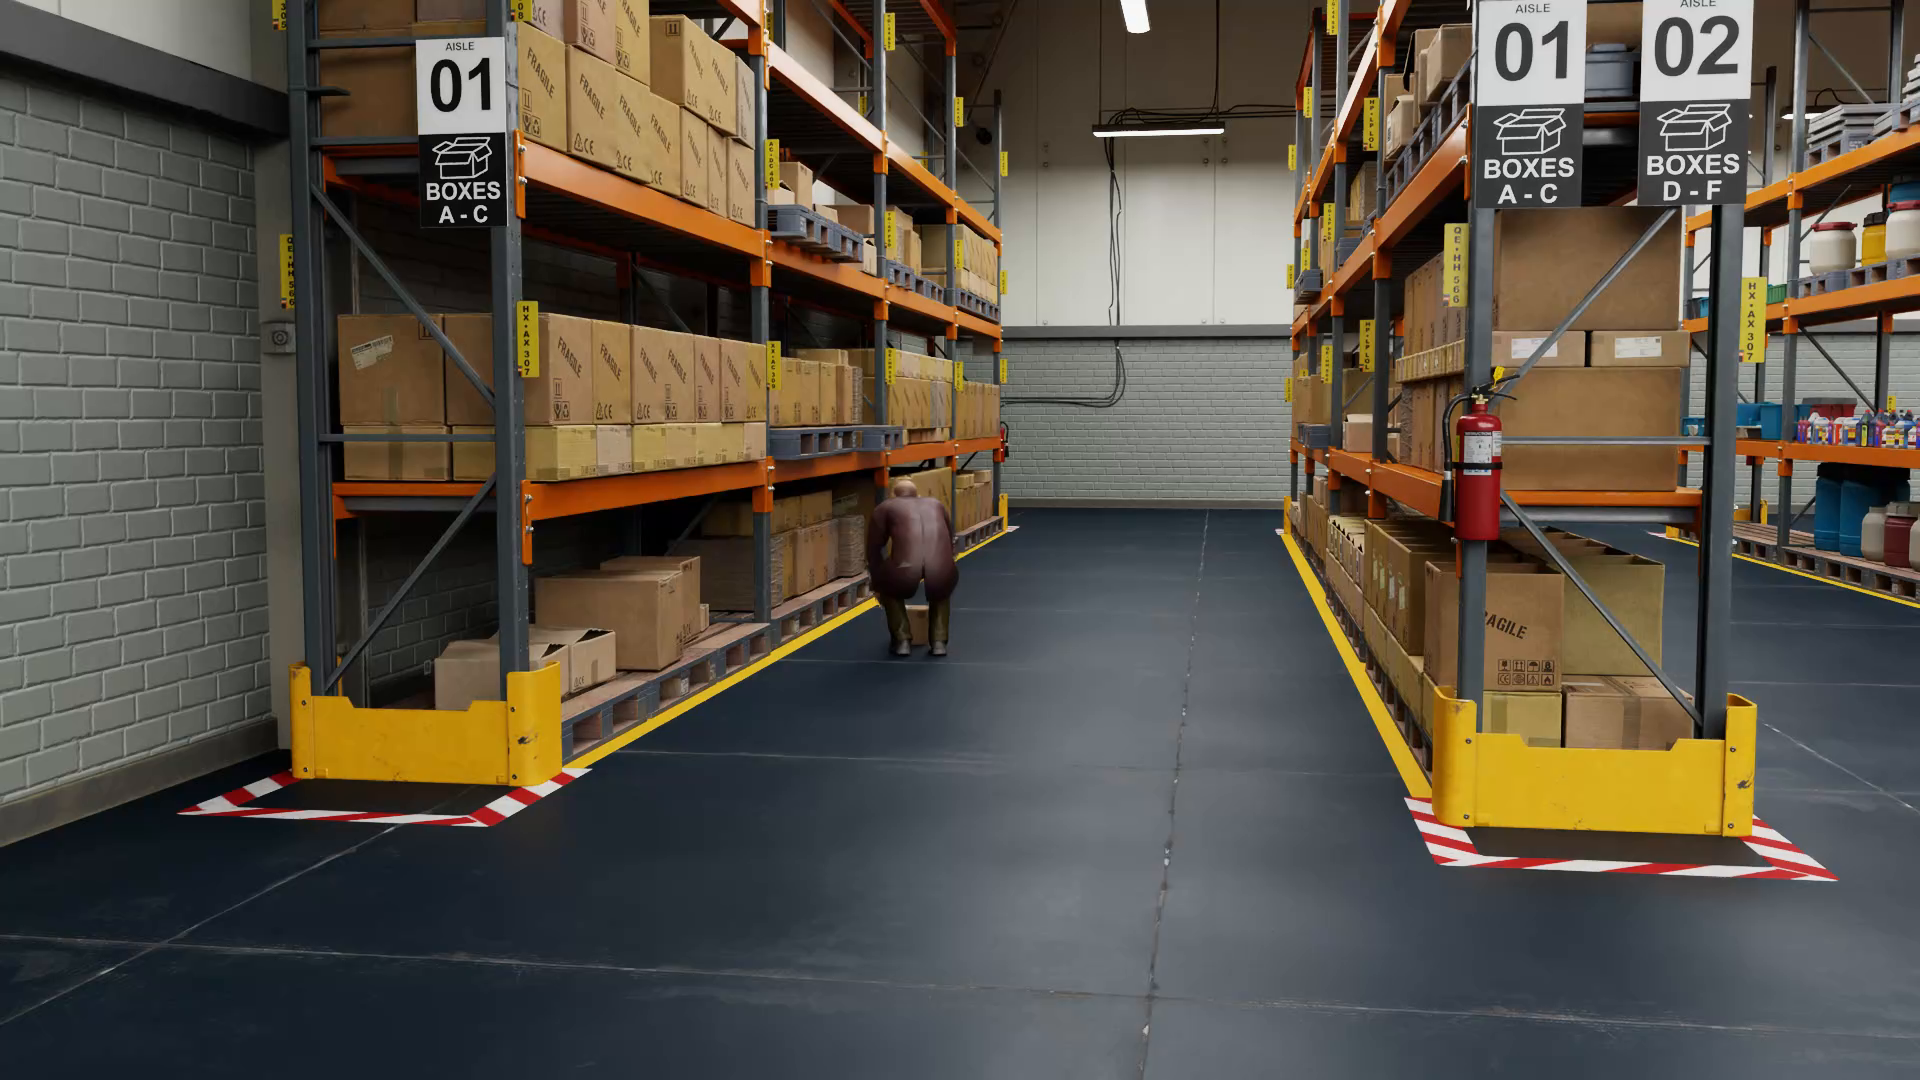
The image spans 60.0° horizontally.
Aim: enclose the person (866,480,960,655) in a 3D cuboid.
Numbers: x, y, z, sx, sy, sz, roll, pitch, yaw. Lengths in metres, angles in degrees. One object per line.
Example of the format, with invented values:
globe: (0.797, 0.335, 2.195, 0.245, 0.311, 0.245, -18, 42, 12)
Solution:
person: (-0.315, 0.188, 11.279, 0.623, 1.146, 0.839, 0, 4, -6)
